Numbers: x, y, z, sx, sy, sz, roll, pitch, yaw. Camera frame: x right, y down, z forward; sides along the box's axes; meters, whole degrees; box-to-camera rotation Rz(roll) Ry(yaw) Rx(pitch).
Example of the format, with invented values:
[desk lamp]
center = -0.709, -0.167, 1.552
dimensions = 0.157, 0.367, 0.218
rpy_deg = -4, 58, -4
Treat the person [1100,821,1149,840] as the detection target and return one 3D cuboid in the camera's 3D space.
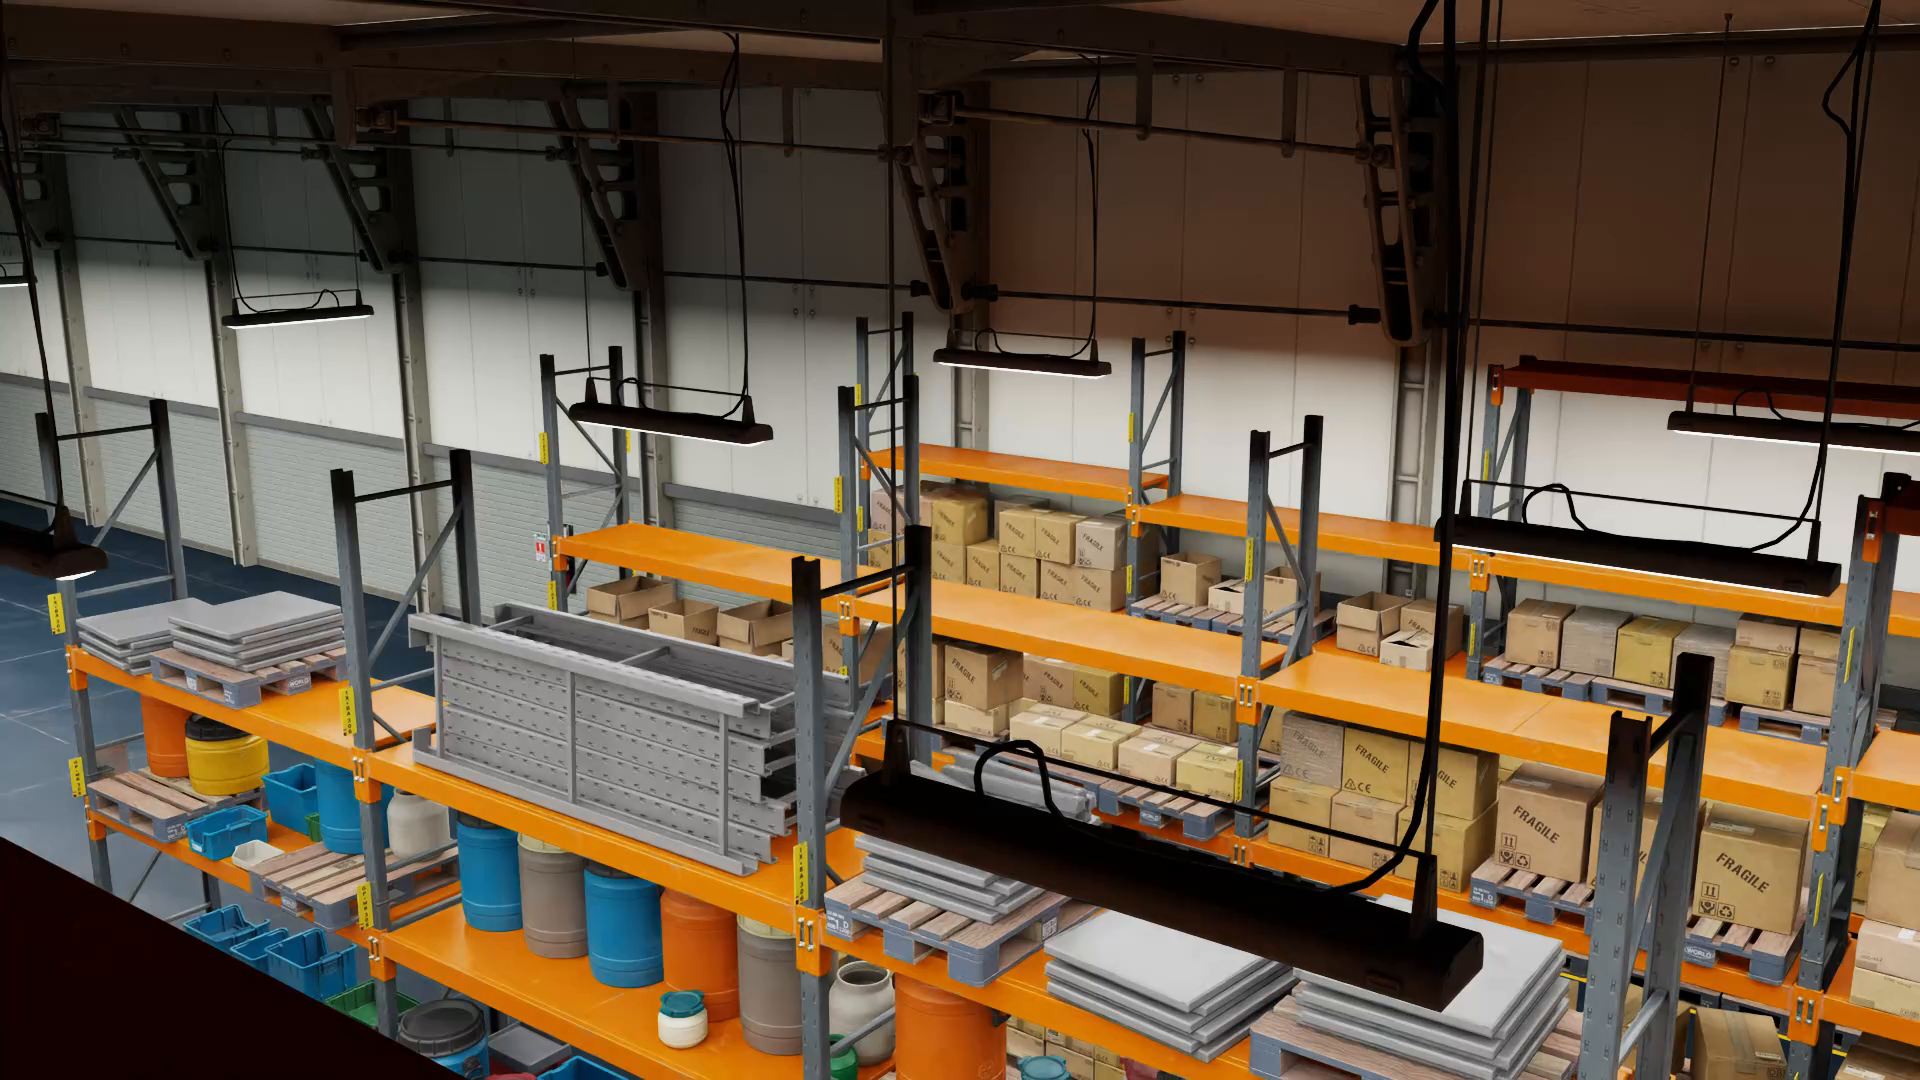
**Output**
[person]
center = 1.632, 3.239, 17.541
dimensions = 1.069, 1.661, 0.545
rpy_deg = 7, 15, 27
